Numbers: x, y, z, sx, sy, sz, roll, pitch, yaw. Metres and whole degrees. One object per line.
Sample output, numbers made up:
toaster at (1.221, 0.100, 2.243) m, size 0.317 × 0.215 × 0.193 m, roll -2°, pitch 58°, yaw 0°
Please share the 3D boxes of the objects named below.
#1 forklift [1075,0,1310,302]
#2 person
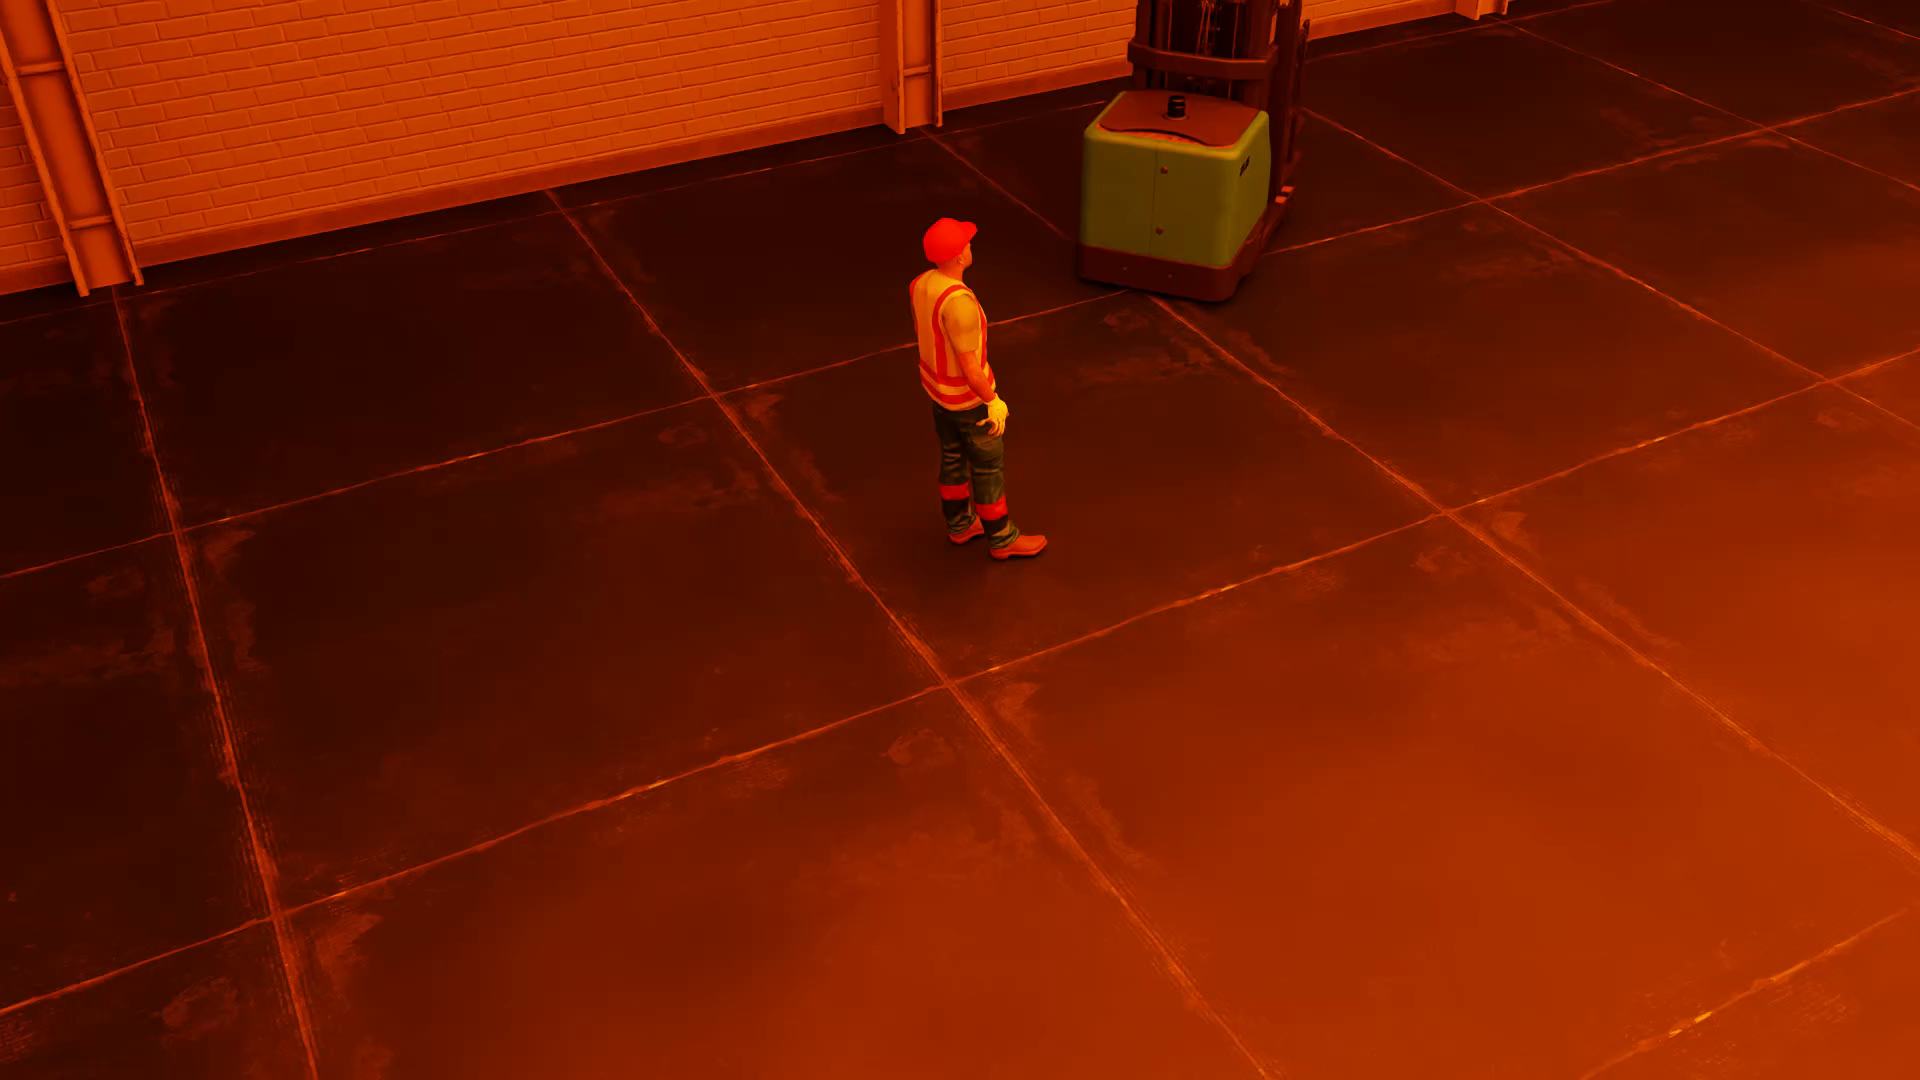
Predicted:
forklift at (1.796, -3.574, 11.179) m, size 1.130 × 2.935 × 3.031 m, roll 13°, pitch 37°, yaw 18°
person at (0.076, -0.752, 8.163) m, size 0.564 × 1.787 × 0.637 m, roll -17°, pitch 39°, yaw -23°
